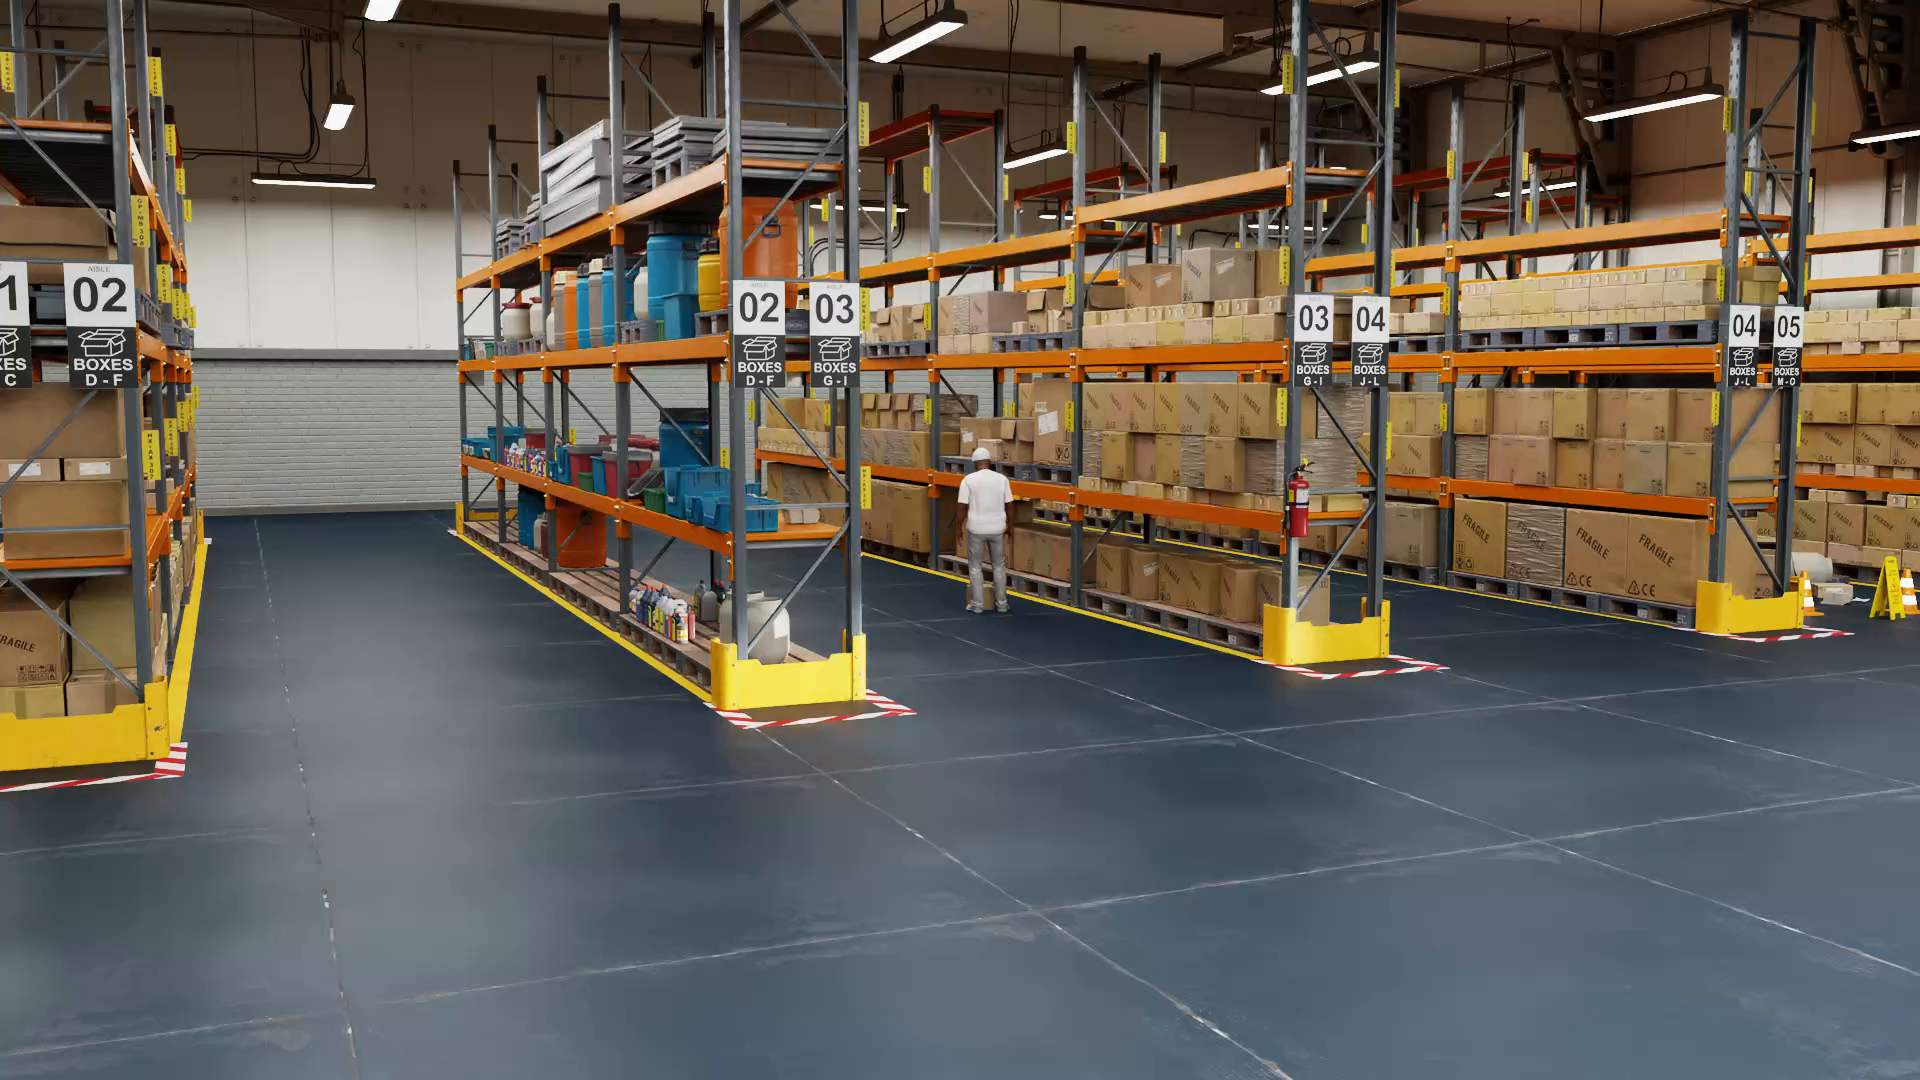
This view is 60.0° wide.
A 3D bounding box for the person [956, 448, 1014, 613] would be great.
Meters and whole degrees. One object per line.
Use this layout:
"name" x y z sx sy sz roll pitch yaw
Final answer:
"person" 0.270 -0.108 17.821 0.636 1.760 0.462 -1 5 -12
